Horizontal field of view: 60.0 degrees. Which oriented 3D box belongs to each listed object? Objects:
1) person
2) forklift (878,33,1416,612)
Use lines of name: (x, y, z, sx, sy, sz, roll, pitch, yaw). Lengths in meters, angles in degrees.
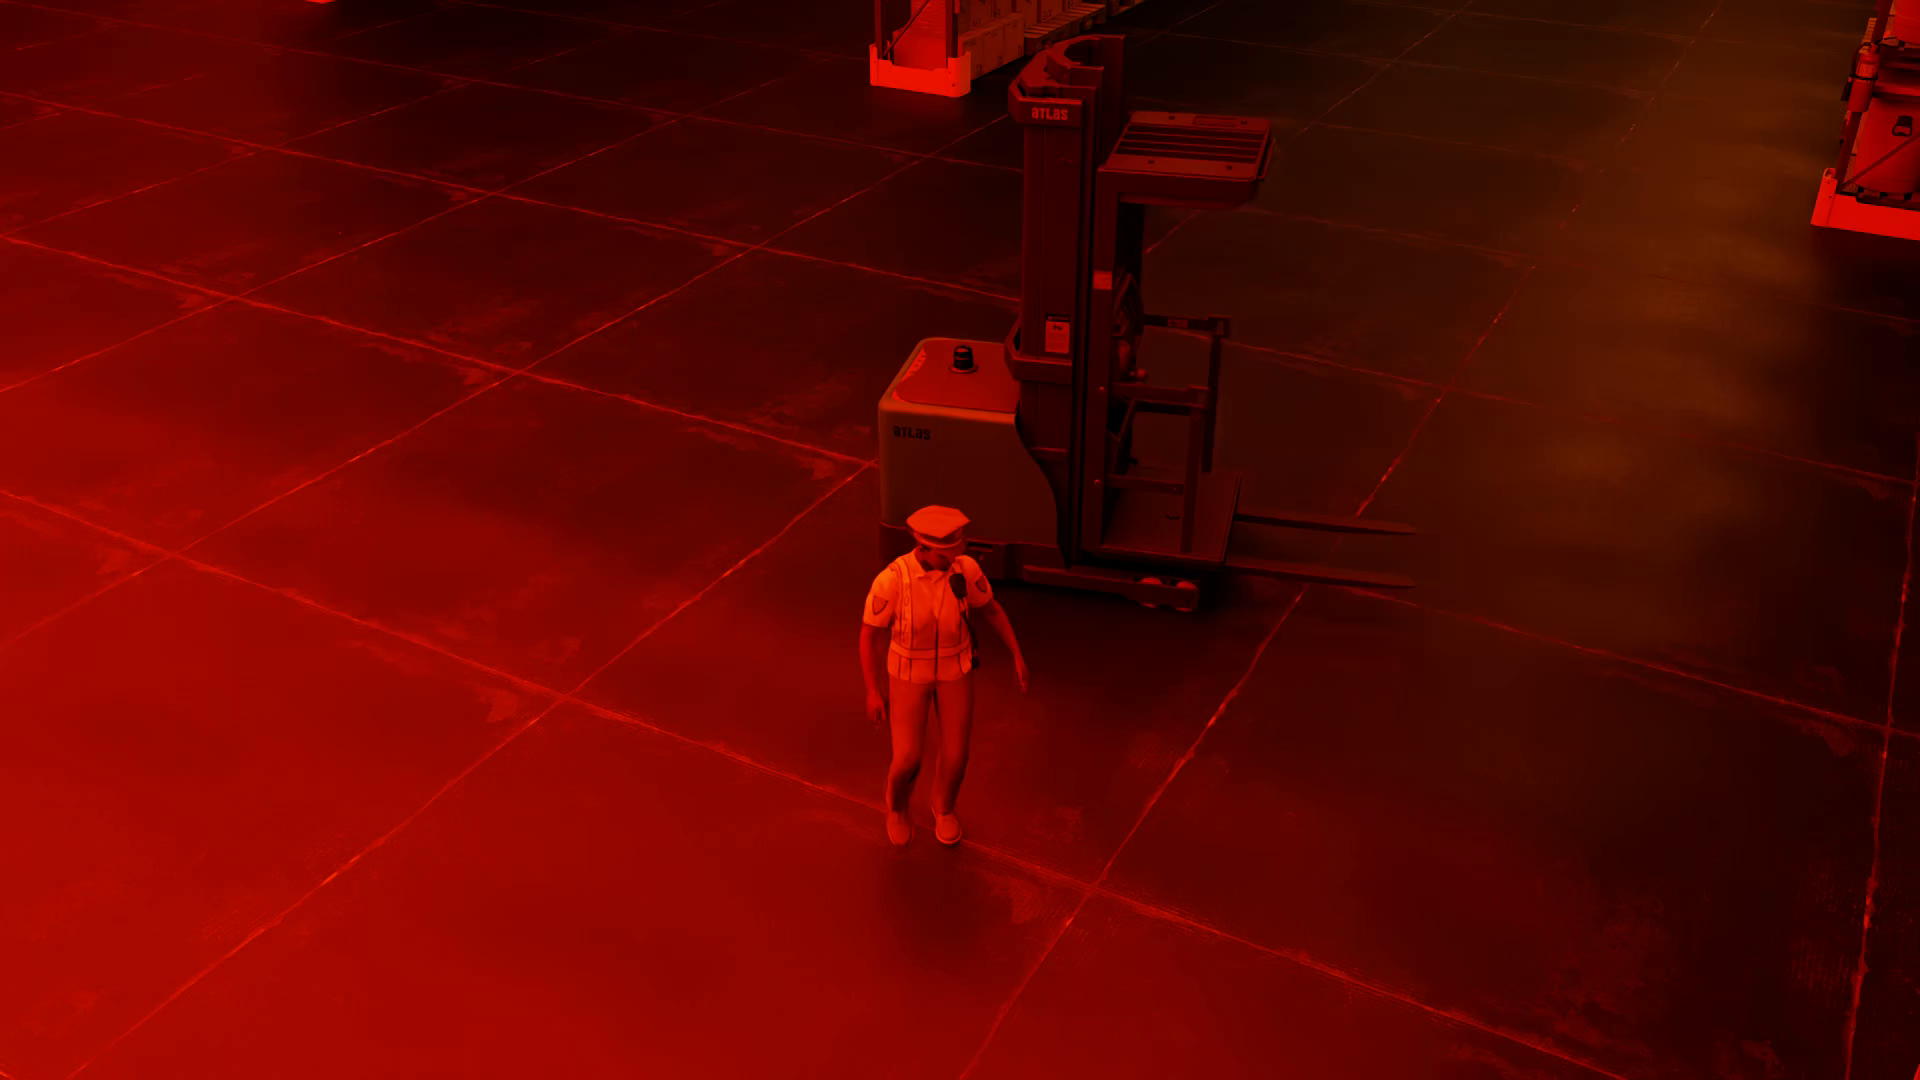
person: (-0.068, 0.631, 7.304, 0.733, 1.658, 0.461, -5, 30, -9)
forklift: (1.104, -1.162, 9.083, 3.031, 2.935, 1.130, 7, 31, 12)
